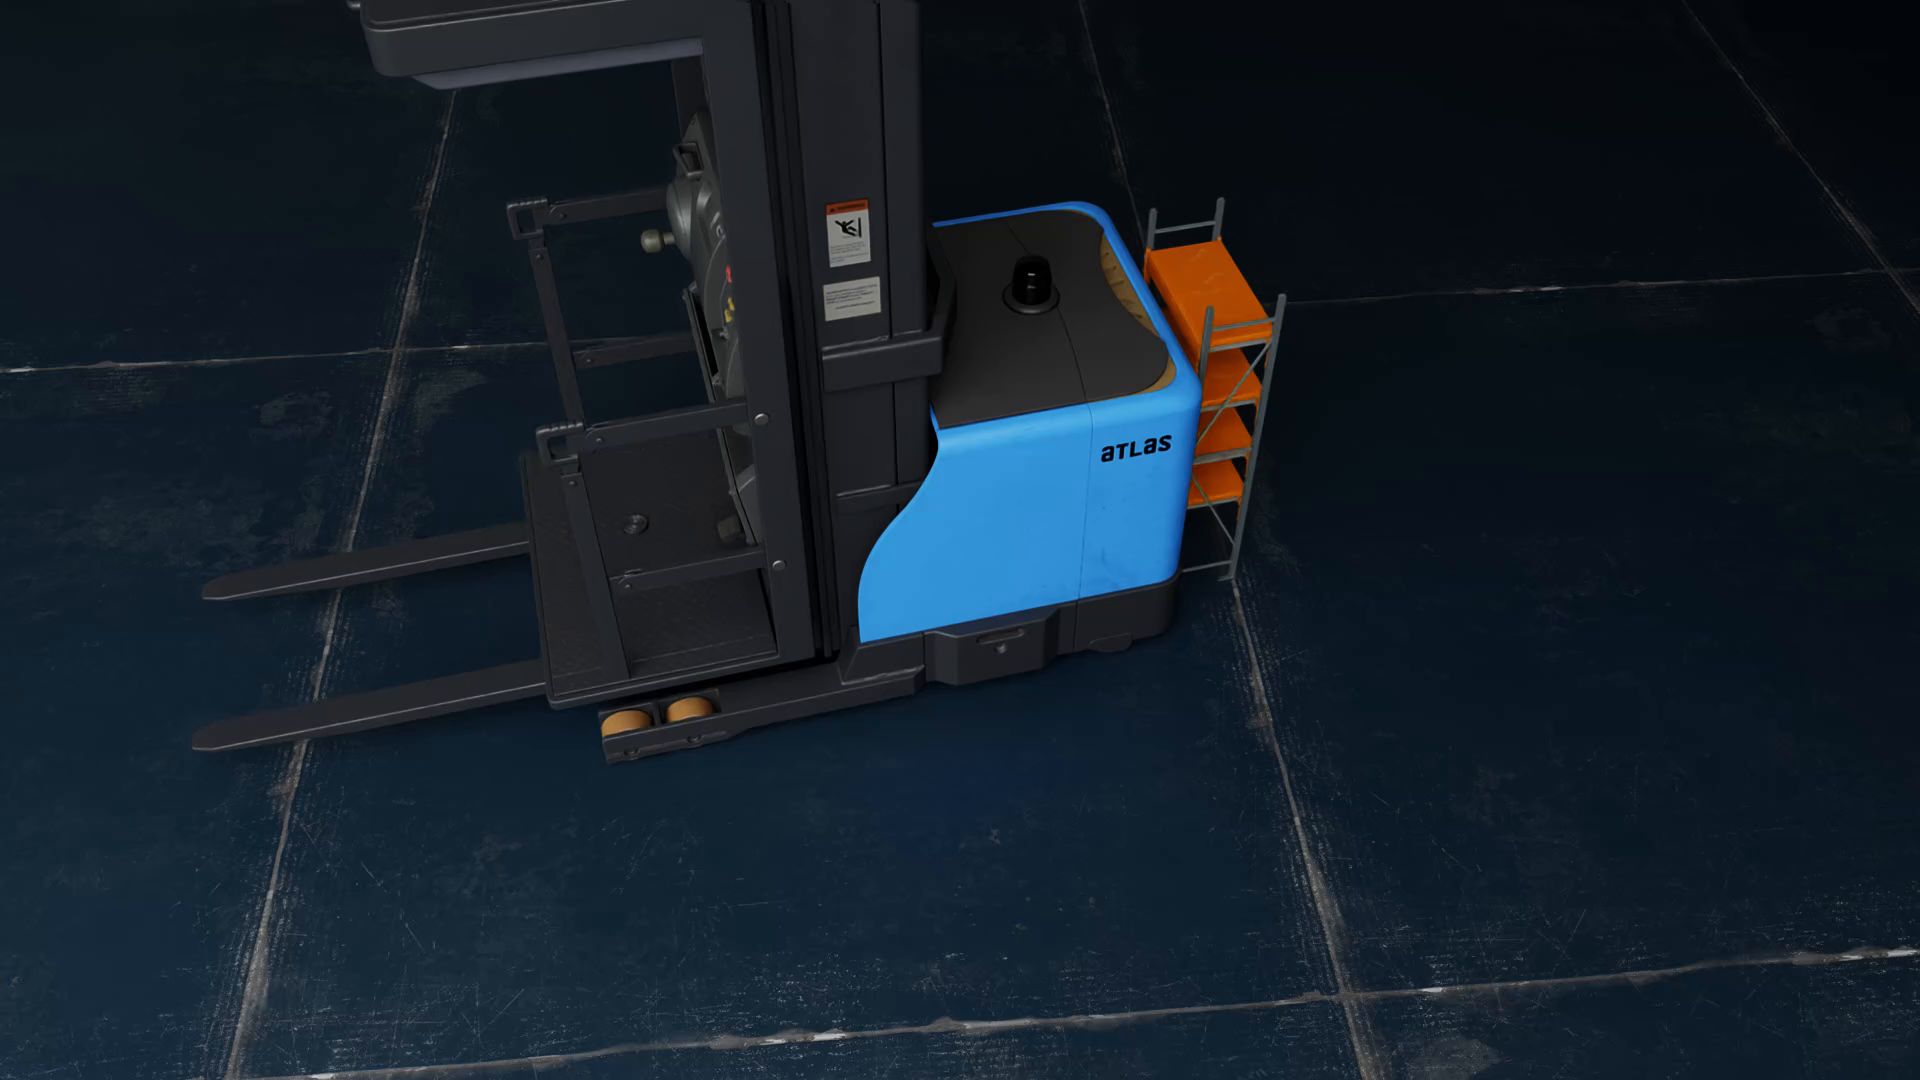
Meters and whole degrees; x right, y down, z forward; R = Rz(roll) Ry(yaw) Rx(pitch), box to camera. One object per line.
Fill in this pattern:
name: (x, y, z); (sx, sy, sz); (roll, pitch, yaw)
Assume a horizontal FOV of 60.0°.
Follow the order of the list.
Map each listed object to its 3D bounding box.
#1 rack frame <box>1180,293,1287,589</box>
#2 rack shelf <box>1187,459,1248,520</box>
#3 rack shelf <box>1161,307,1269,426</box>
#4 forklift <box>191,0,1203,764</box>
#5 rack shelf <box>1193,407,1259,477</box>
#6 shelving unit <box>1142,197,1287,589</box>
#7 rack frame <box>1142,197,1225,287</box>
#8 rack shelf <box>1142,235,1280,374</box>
rack frame: (0.815, -0.267, 5.175); (0.240, 1.200, 0.015); (-11, 47, -10)
rack shelf: (0.751, -0.255, 5.530); (0.258, 0.148, 0.480); (-11, 47, -10)
rack shelf: (0.753, -0.546, 5.224); (0.258, 0.148, 0.480); (-11, 47, -10)
forklift: (-0.869, -0.757, 4.448); (3.031, 2.935, 1.130); (-11, 48, -10)
rack shelf: (0.752, -0.392, 5.386); (0.258, 0.148, 0.480); (-11, 47, -10)
shelving unit: (0.752, -0.438, 5.338); (0.258, 1.200, 0.503); (-11, 47, -10)
rack frame: (0.690, -0.609, 5.500); (0.240, 1.200, 0.015); (-11, 47, -10)
rack shelf: (0.754, -0.709, 5.053); (0.258, 0.148, 0.480); (-11, 47, -10)
